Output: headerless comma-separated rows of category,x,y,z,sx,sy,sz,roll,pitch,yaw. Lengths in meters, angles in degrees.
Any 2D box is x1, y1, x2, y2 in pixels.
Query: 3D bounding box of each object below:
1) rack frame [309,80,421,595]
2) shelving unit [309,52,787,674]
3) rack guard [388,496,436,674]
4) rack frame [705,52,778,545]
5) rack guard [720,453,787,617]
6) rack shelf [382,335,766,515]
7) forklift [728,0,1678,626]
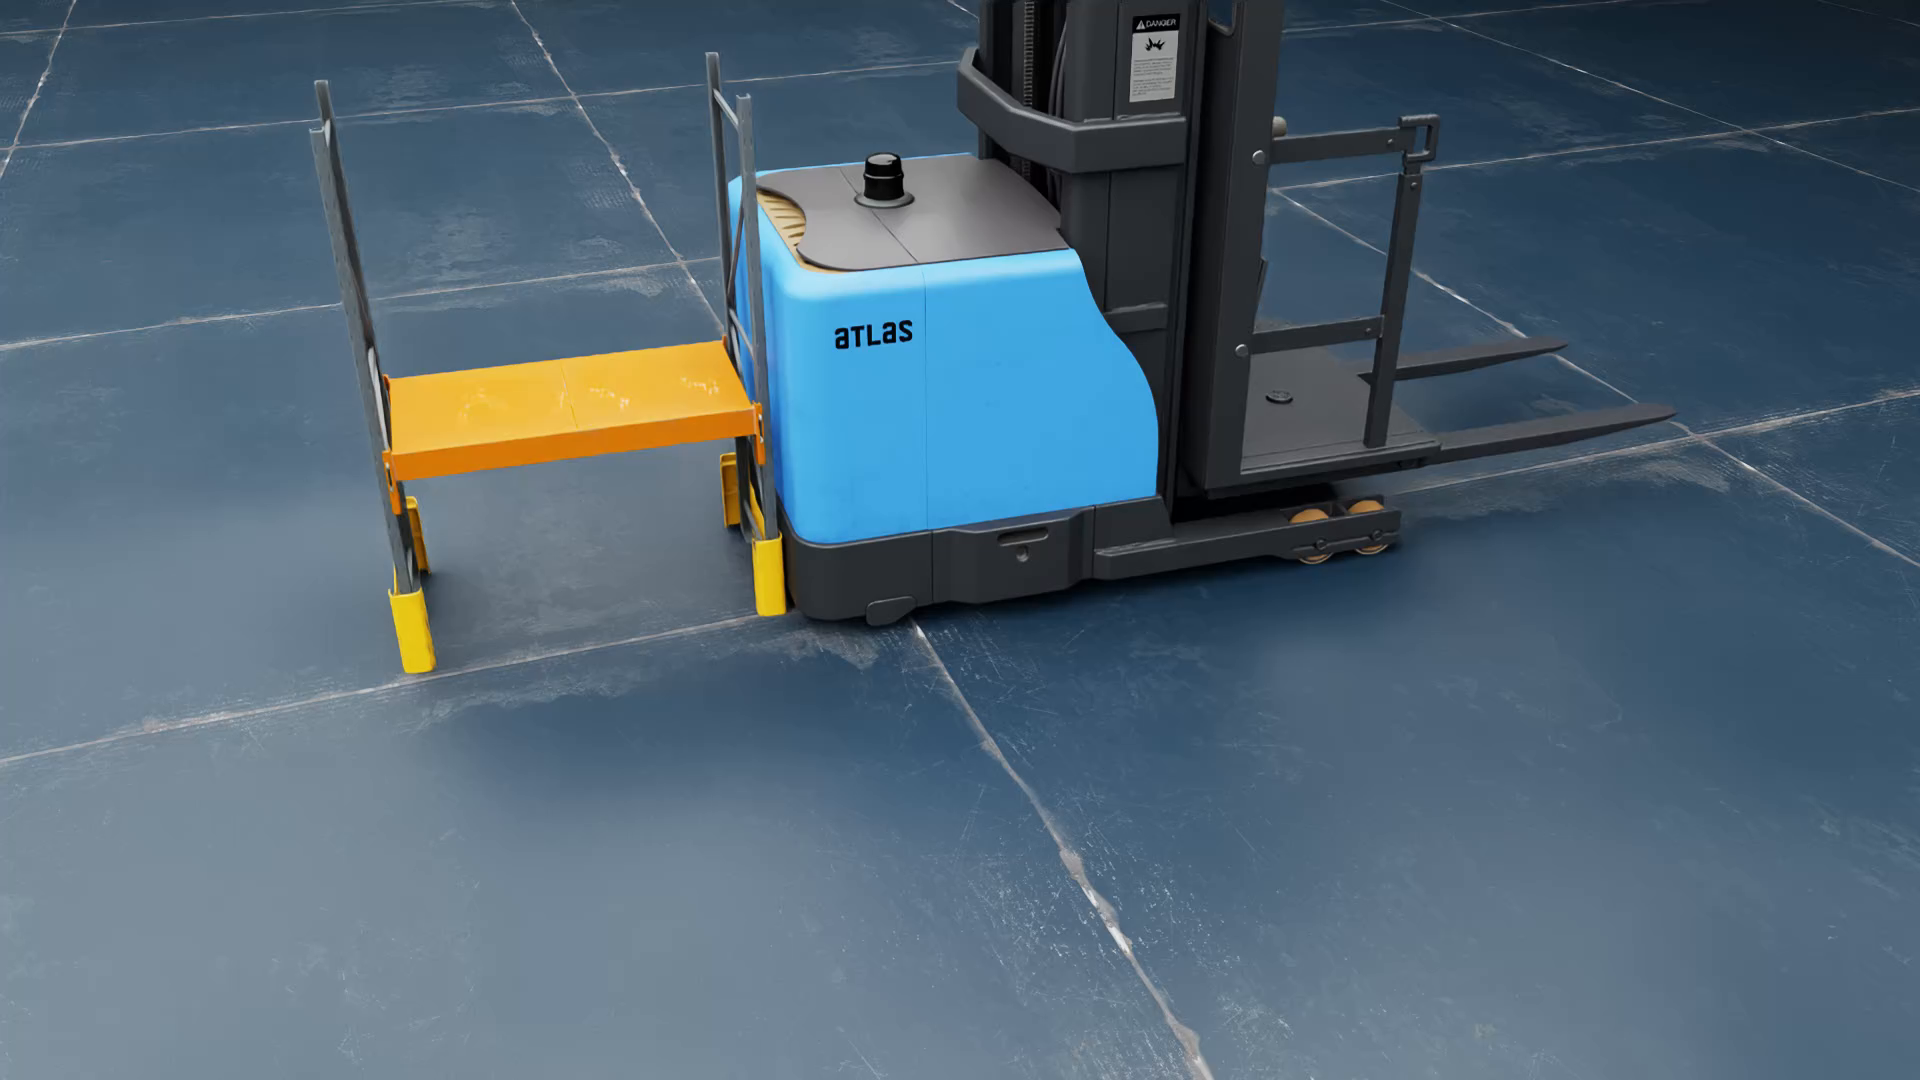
rack frame,-1.583,-0.422,4.476,0.032,1.500,0.500,-9,31,-15
shelving unit,-1.106,-0.496,4.605,1.083,1.500,0.587,-9,31,-15
rack guard,-1.582,0.120,4.786,0.087,0.250,0.587,-9,31,-15
rack frame,-0.612,-0.572,4.739,0.032,1.500,0.500,-9,31,-15
rack guard,-0.630,-0.026,5.043,0.087,0.250,0.587,-9,31,-15
rack shelf,-1.097,-0.341,4.697,1.000,0.185,0.538,-9,31,-15
forklift,0.852,-1.440,4.817,3.031,2.935,1.130,-9,31,-15
